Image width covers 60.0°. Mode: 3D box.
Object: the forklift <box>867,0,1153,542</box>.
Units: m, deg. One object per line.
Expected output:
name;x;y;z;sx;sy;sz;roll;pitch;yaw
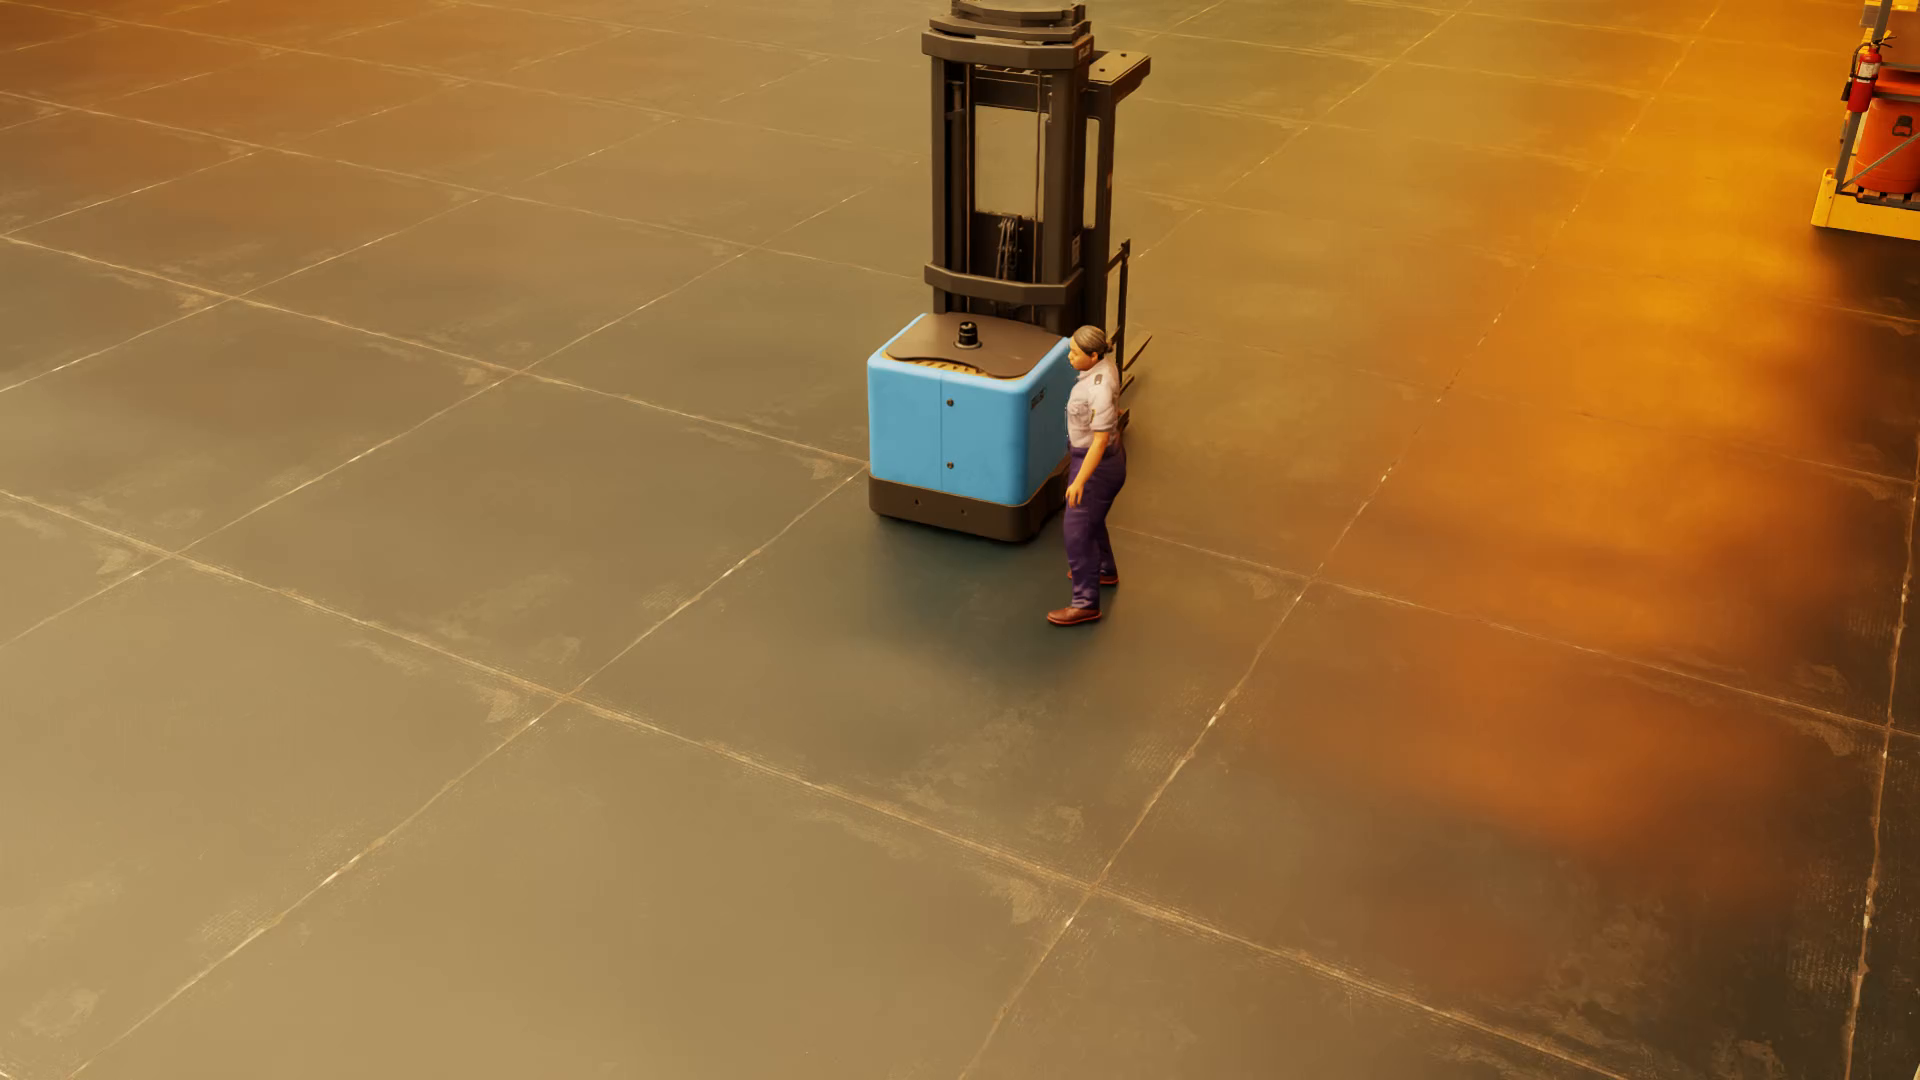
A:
forklift;0.496;-1.977;10.497;1.130;2.935;3.031;12;32;20

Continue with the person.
person;0.709;-0.402;9.076;0.396;1.628;0.726;3;30;4
